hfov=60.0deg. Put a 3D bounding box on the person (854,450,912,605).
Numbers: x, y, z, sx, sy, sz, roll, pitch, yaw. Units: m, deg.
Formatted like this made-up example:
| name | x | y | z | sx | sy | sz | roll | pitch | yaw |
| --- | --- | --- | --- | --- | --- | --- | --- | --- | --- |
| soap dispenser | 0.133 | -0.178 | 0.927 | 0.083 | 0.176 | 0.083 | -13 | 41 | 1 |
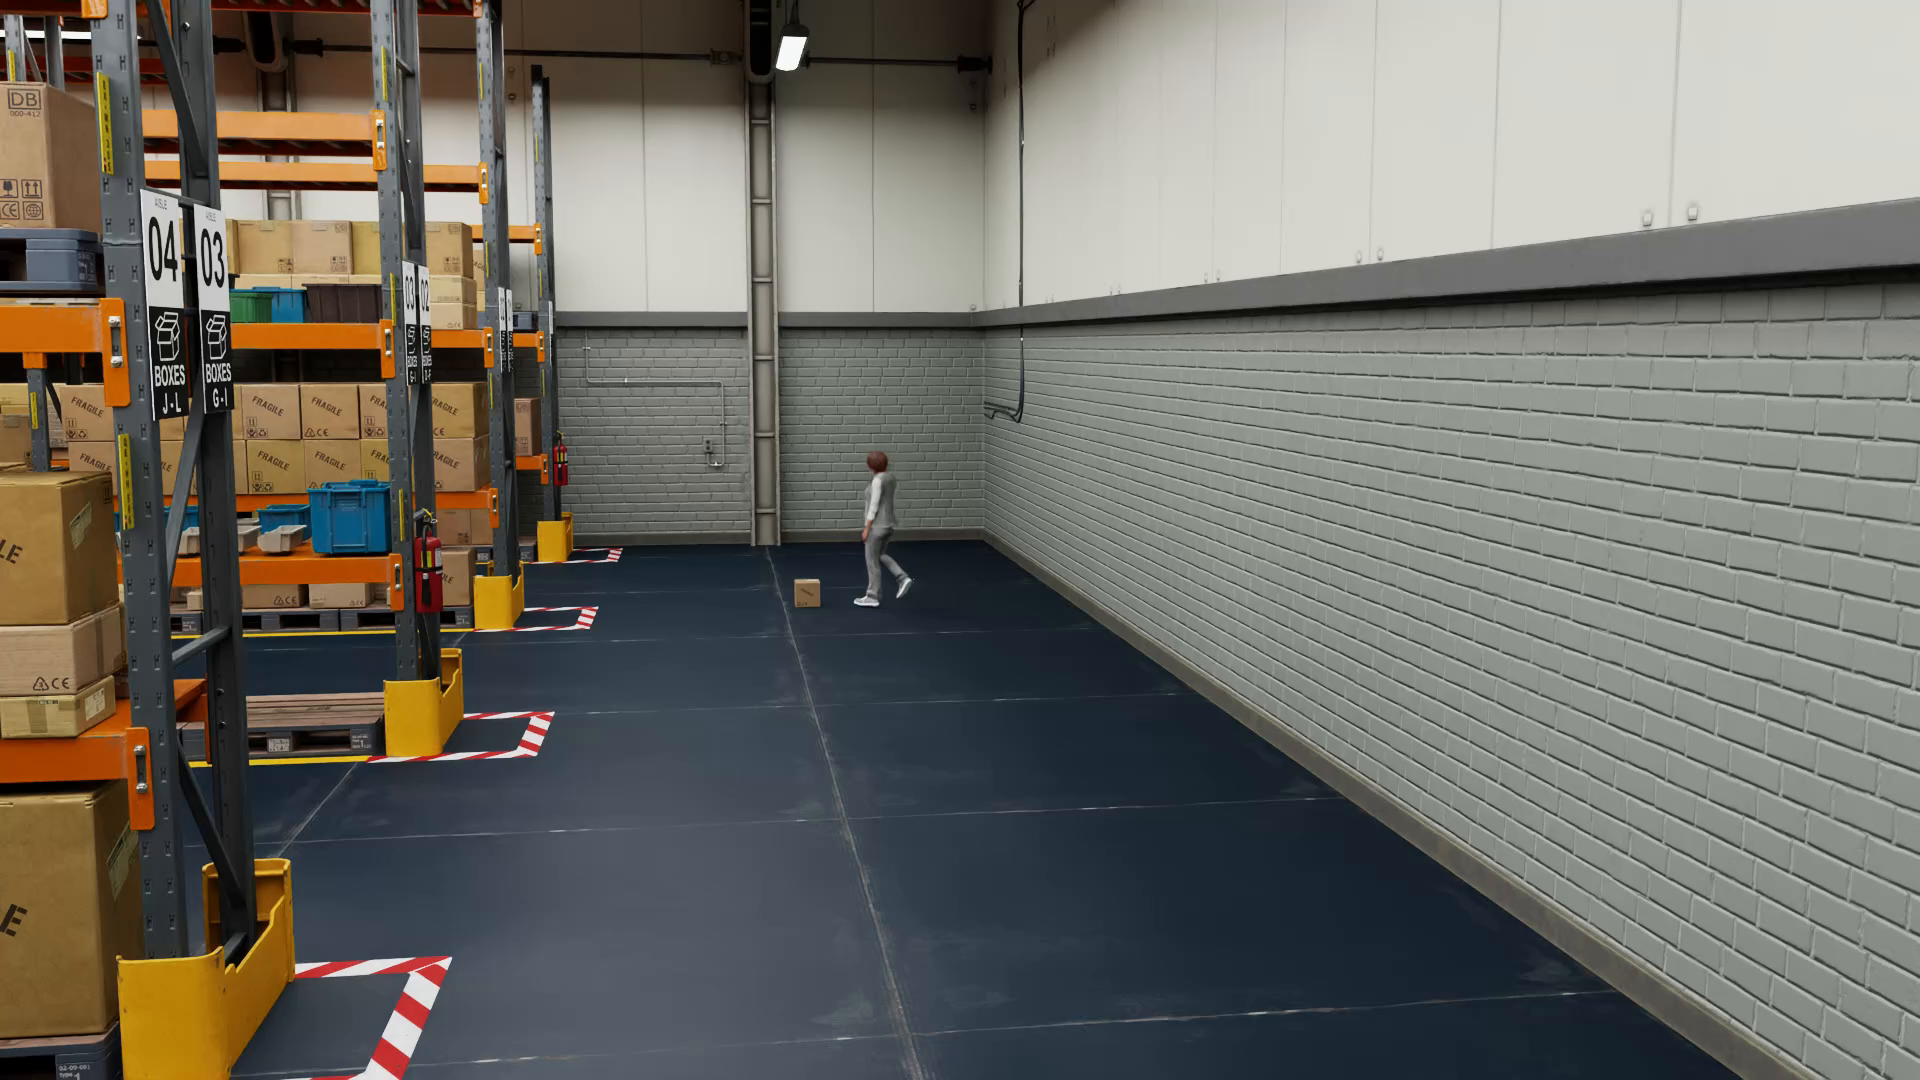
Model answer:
| name | x | y | z | sx | sy | sz | roll | pitch | yaw |
| --- | --- | --- | --- | --- | --- | --- | --- | --- | --- |
| person | -0.787 | -0.116 | 16.929 | 0.571 | 1.577 | 0.442 | 3 | 7 | 25 |
